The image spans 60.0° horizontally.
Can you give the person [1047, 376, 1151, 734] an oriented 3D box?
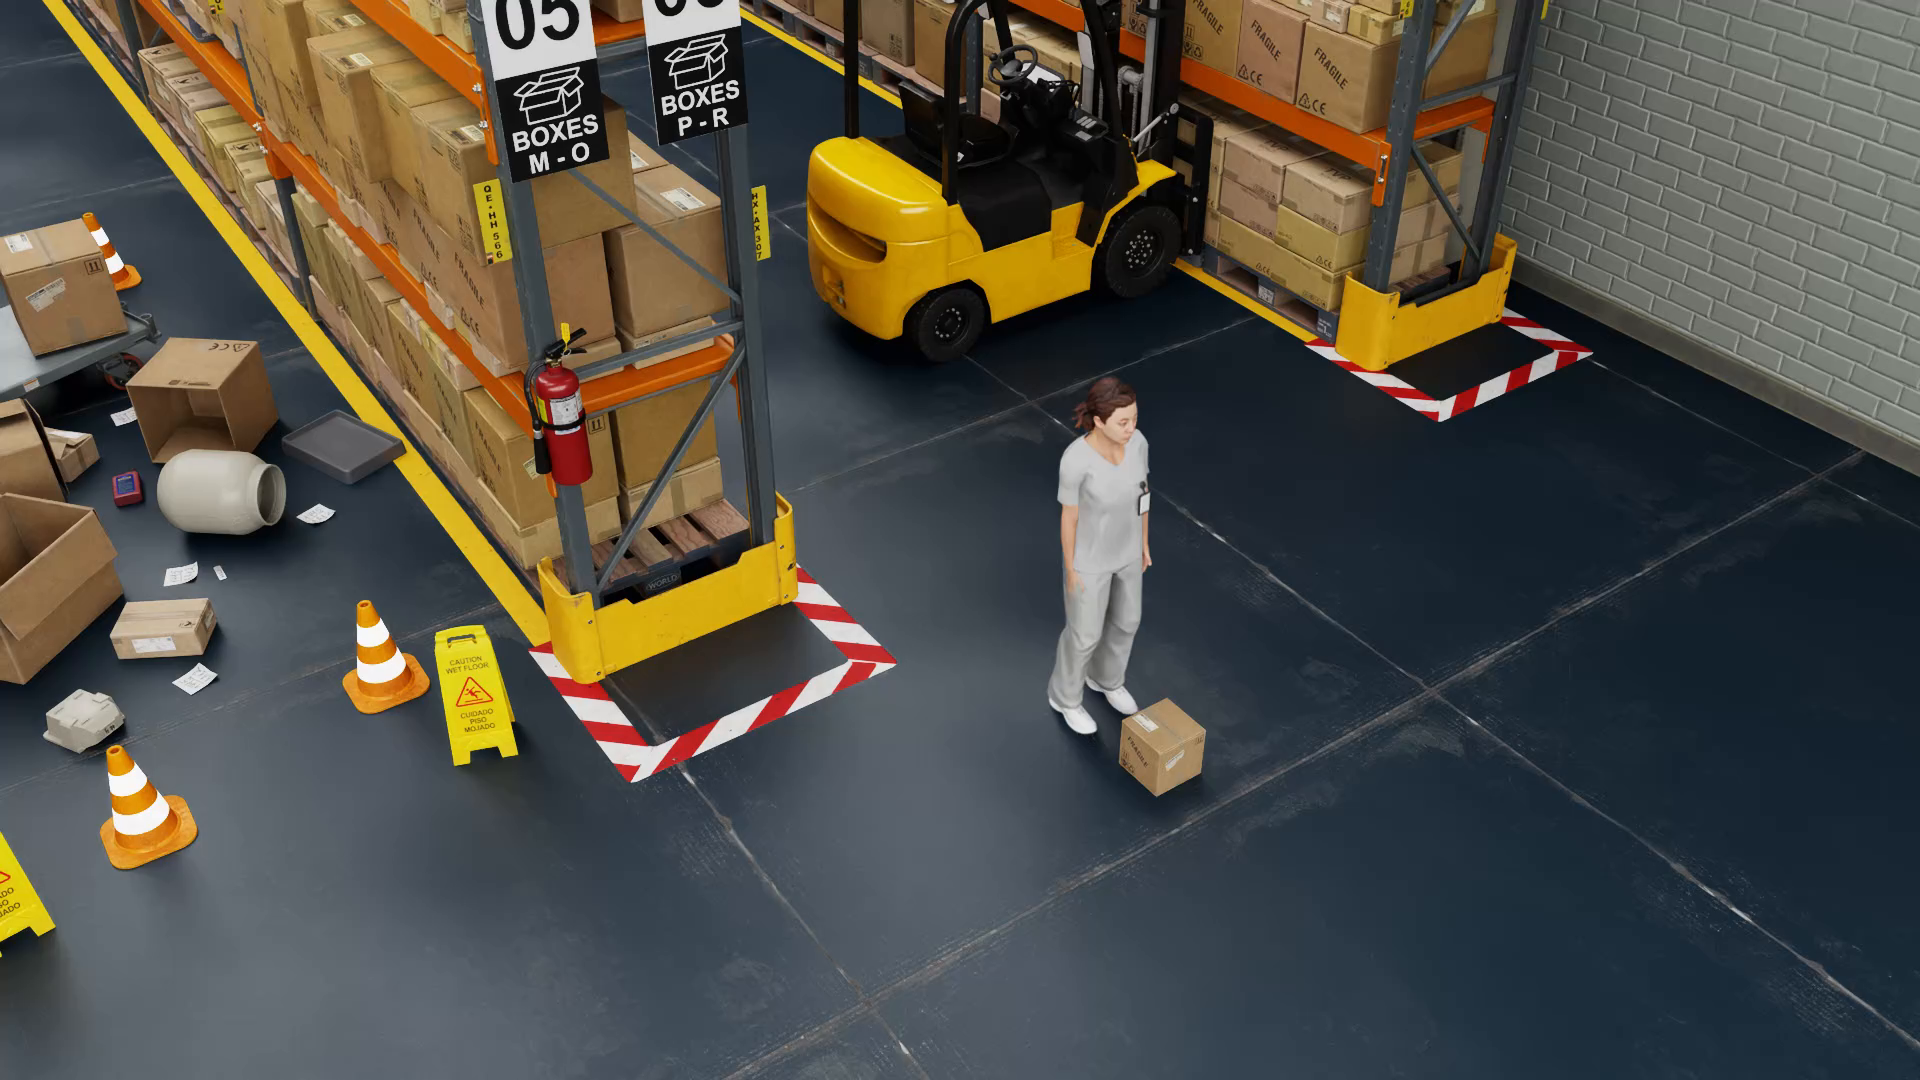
[{"bbox_3d":[0.595,0.057,6.936,0.444,1.675,0.360,-22,42,-27],"label":"person"}]
